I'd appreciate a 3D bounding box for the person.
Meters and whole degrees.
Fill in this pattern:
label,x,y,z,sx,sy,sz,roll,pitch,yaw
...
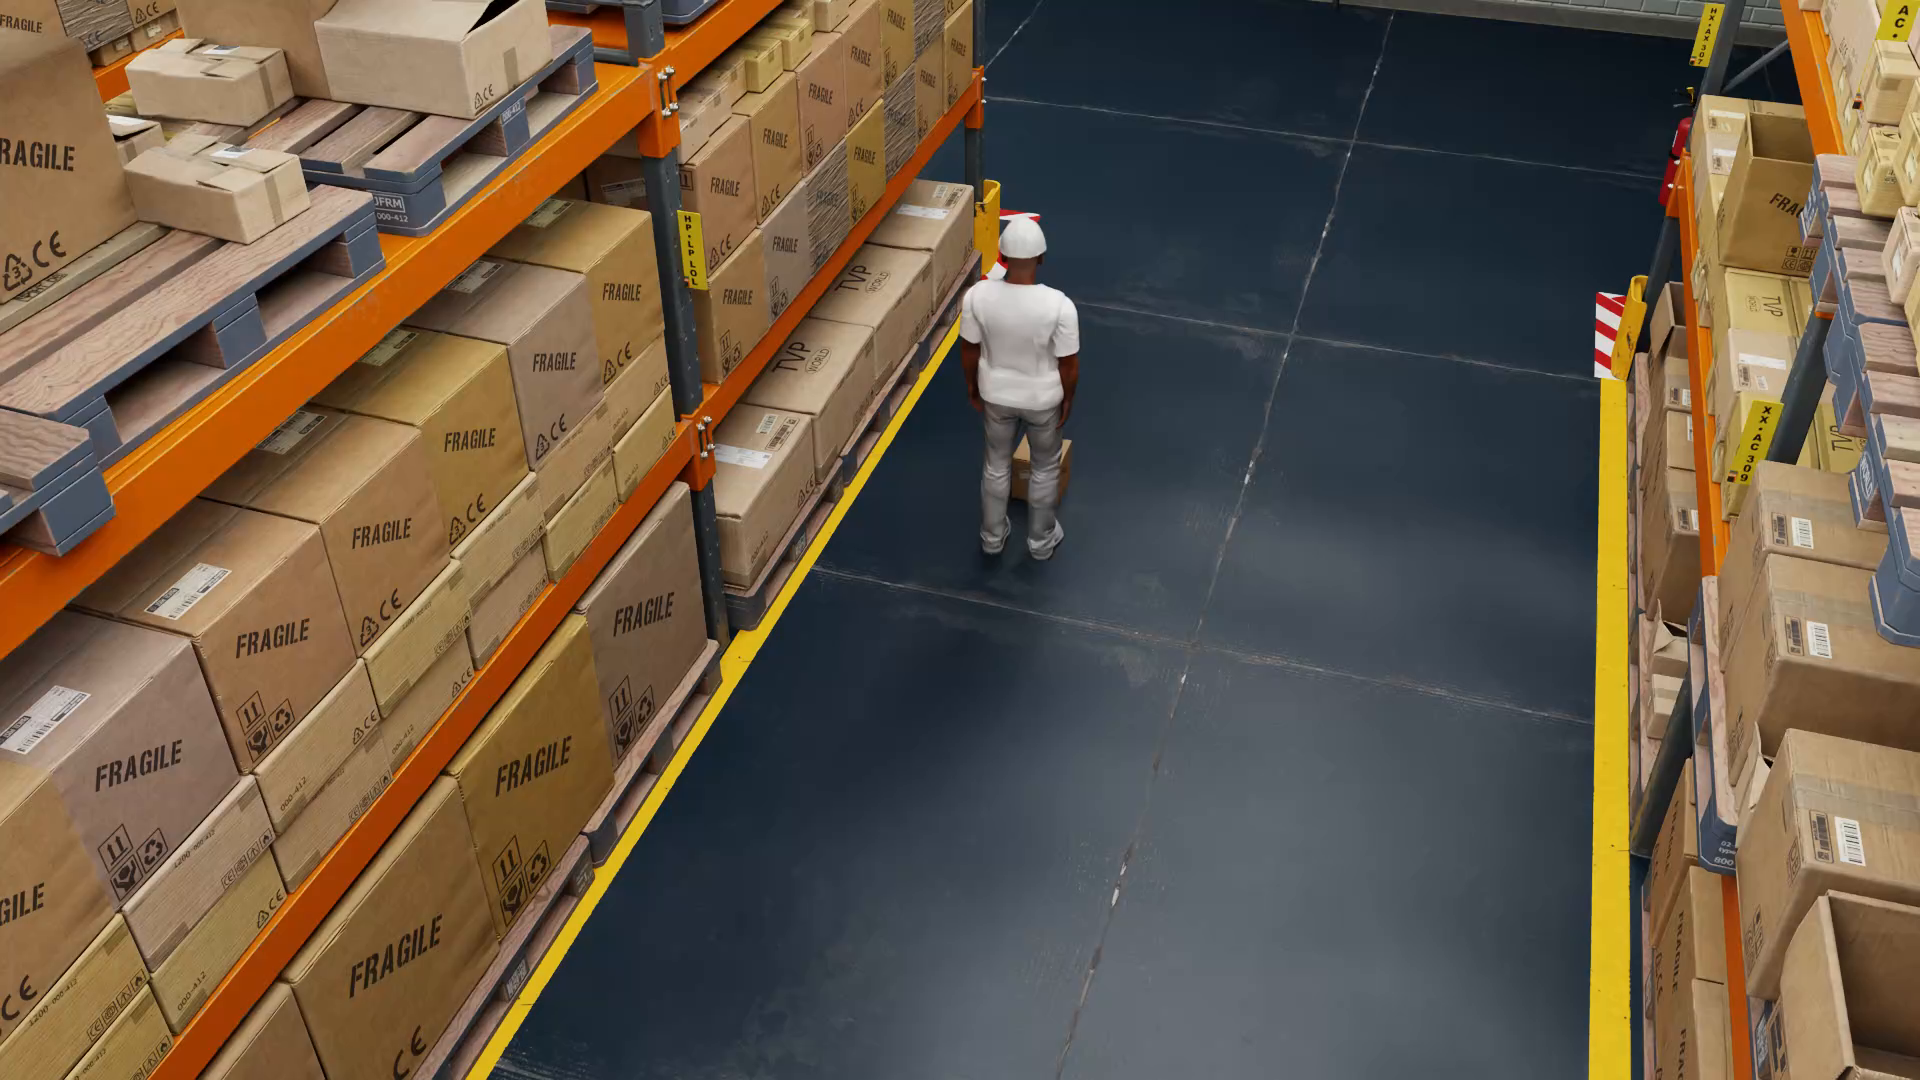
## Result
label,x,y,z,sx,sy,sz,roll,pitch,yaw
person,0.281,-0.694,7.802,0.565,1.762,0.364,10,38,14
